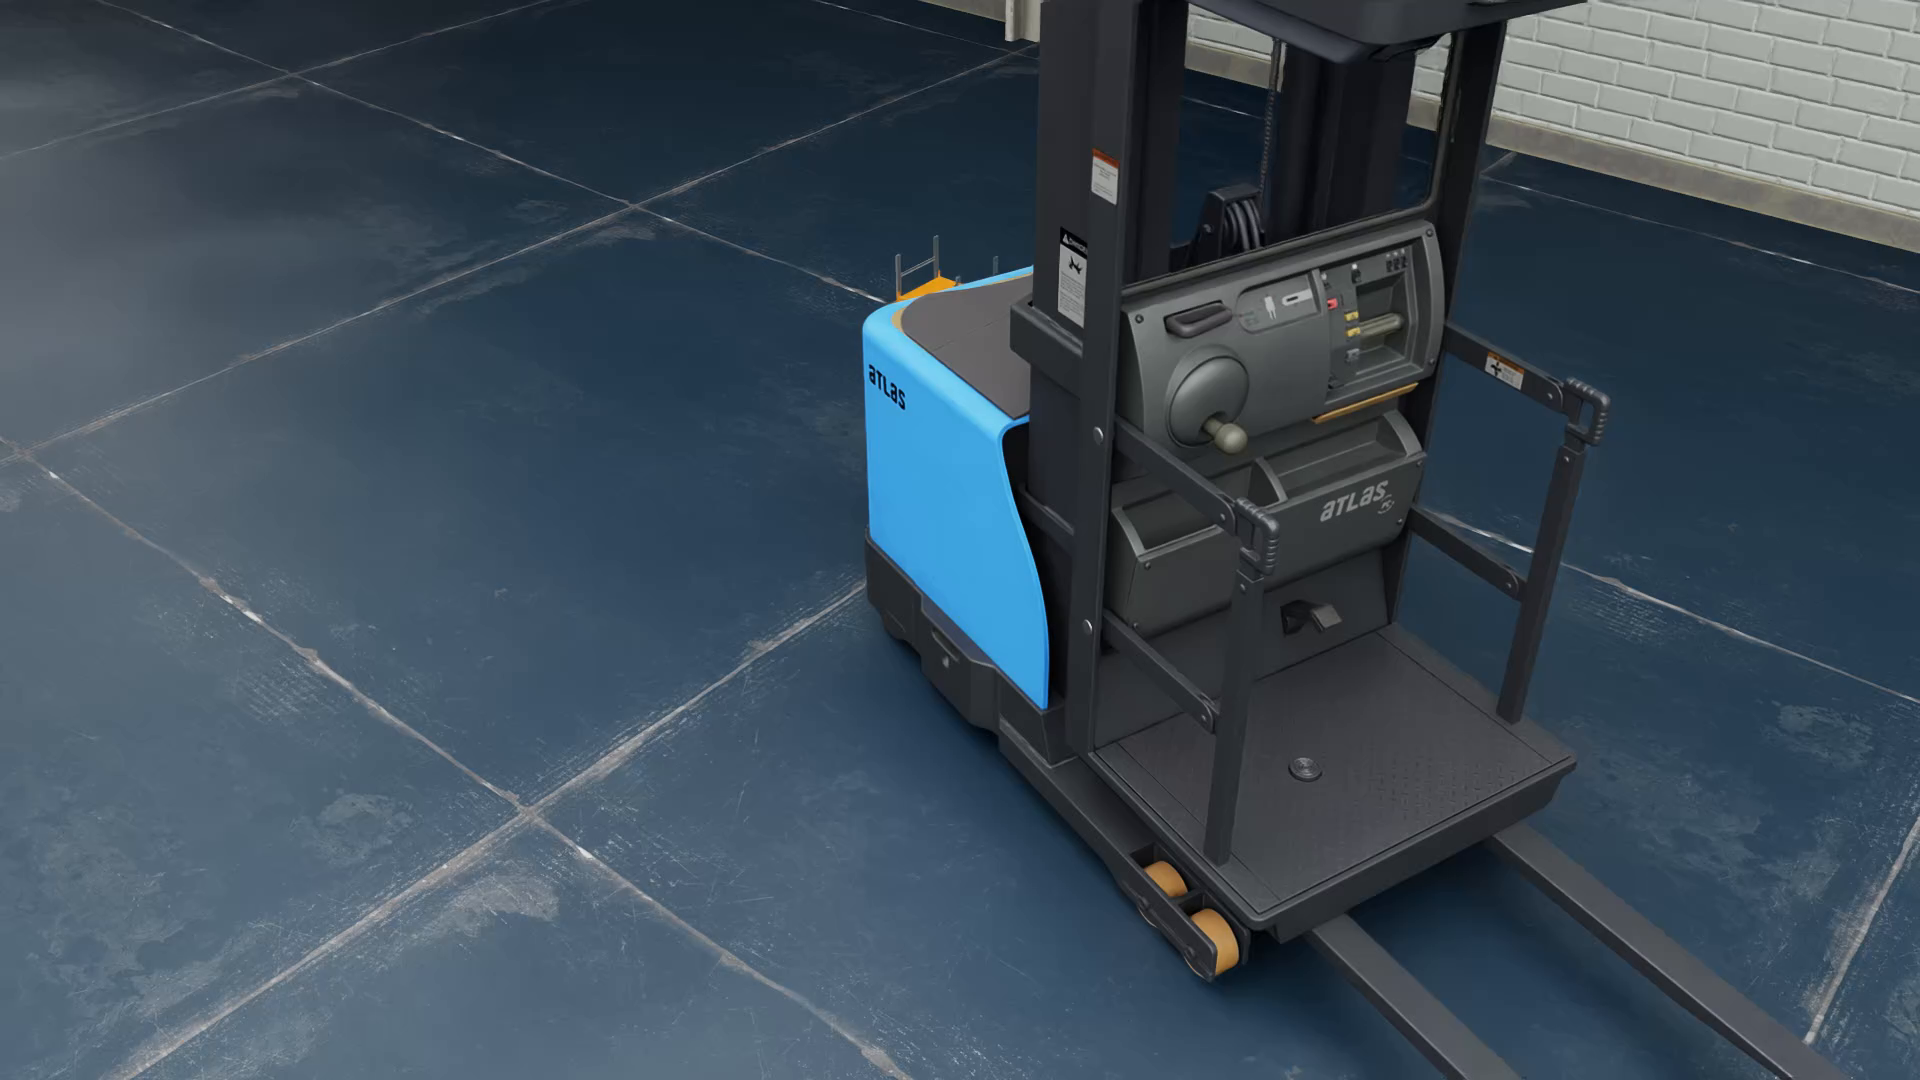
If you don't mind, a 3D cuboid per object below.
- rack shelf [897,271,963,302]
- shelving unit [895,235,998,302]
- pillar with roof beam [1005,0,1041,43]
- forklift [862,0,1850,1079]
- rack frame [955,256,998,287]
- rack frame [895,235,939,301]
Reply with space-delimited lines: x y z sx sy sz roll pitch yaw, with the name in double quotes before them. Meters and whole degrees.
"rack shelf" -0.041 -0.677 5.326 0.240 0.259 0.215 25 42 32
"shelving unit" -0.041 -0.452 5.481 0.252 1.050 0.215 25 42 32
"pillar with roof beam" -2.231 -4.912 4.953 0.400 9.000 9.100 25 42 32
"forklift" 0.898 -0.421 3.773 1.130 2.935 3.031 -19 39 -26
"rack frame" 0.053 -0.408 5.417 0.008 1.050 0.200 25 42 32
"rack frame" -0.135 -0.496 5.545 0.008 1.050 0.200 25 42 32
